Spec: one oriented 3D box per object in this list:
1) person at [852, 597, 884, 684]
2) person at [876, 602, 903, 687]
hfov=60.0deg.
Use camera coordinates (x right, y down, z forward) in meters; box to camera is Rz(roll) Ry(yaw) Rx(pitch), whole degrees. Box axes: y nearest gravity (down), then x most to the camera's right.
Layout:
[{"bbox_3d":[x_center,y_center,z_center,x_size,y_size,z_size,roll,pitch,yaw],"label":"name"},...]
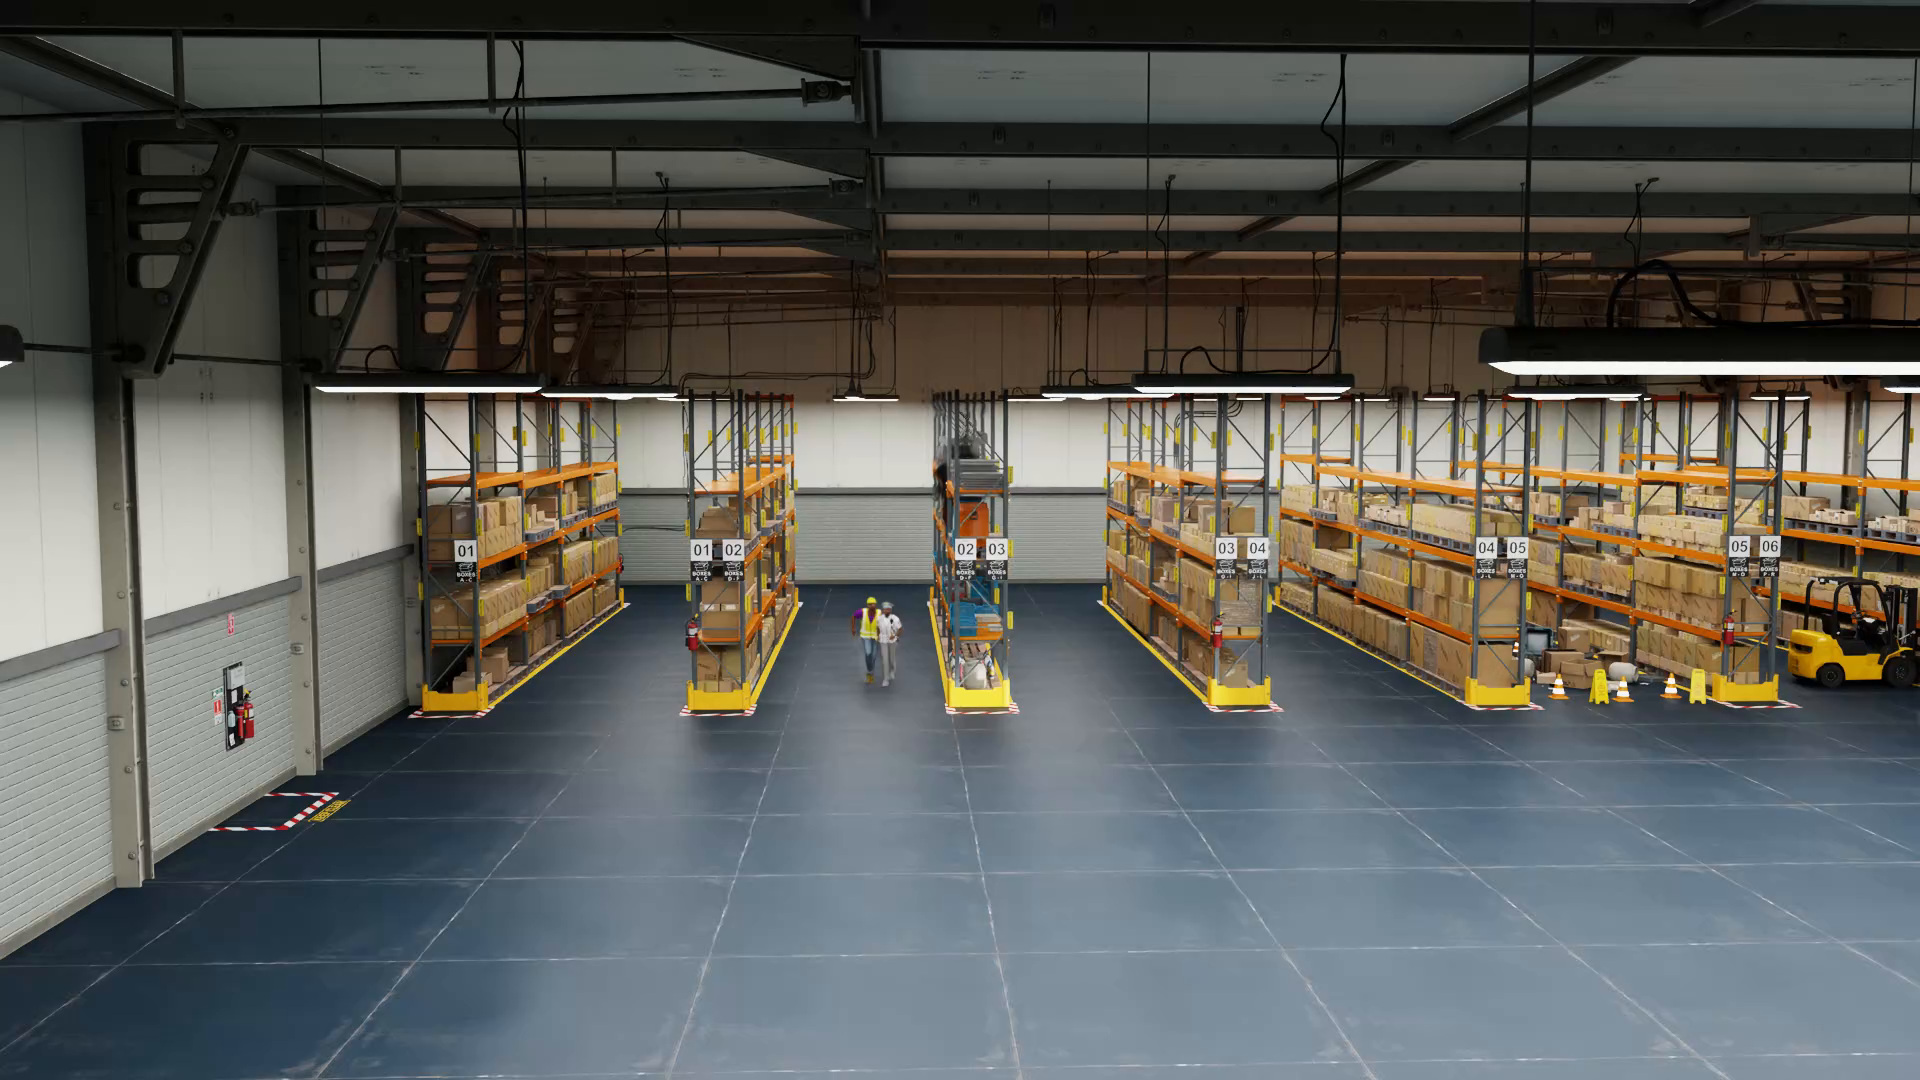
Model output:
[{"bbox_3d":[-1.850,2.057,34.302,0.729,1.790,0.840,-1,5,-9],"label":"person"},{"bbox_3d":[-1.441,2.094,33.869,0.573,1.696,0.838,0,5,6],"label":"person"}]
